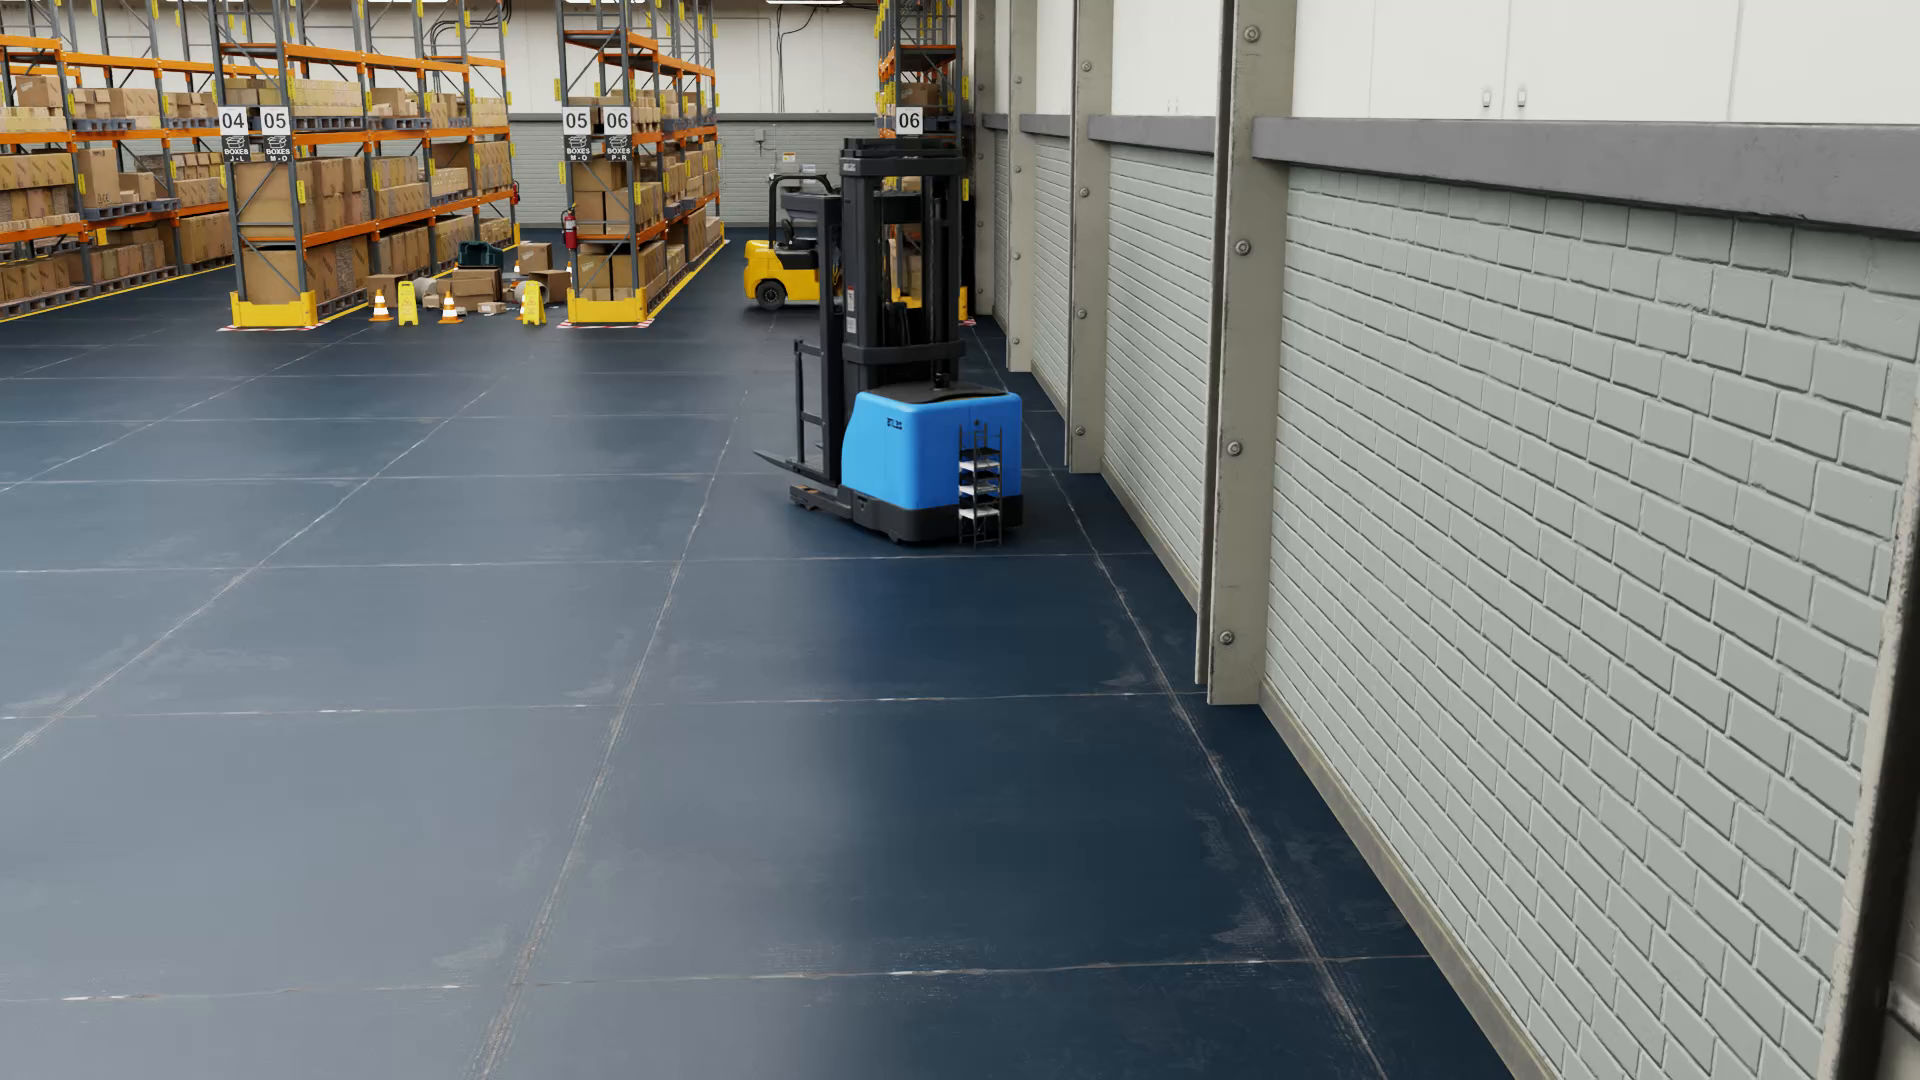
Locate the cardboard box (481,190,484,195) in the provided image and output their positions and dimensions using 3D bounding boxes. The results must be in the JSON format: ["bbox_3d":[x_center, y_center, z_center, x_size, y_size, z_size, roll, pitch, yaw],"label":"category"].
[{"bbox_3d":[-10.968,-7.853,37.531,0.380,0.149,0.250,-2,15,-6],"label":"cardboard box"}]

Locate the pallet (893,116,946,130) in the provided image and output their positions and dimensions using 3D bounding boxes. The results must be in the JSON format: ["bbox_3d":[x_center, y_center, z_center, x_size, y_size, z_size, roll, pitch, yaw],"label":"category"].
[{"bbox_3d":[-0.572,-6.788,27.045,1.003,0.211,1.213,-1,14,-3],"label":"pallet"}]

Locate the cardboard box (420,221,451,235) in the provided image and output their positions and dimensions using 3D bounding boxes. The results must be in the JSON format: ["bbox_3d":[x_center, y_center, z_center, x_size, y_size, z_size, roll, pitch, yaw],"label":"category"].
[{"bbox_3d":[-10.692,-6.365,33.914,0.500,0.250,0.500,-1,14,-4],"label":"cardboard box"}]

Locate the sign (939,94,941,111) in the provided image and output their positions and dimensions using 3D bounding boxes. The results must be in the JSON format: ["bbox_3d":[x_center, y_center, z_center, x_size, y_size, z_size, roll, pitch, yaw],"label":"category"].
[{"bbox_3d":[-0.417,-8.635,32.851,0.100,0.325,0.005,-1,14,-3],"label":"sign"}]

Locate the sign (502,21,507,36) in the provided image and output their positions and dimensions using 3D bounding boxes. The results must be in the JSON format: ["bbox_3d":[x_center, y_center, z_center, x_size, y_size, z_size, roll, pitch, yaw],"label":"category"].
[{"bbox_3d":[-10.800,-12.135,39.440,0.100,0.325,0.005,-1,14,-3],"label":"sign"}]

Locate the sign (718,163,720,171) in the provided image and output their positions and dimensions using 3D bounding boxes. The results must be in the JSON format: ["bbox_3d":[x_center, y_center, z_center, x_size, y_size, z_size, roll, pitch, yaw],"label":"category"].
[{"bbox_3d":[-6.845,-10.346,46.176,0.327,0.218,0.001,-1,14,-3],"label":"sign"}]

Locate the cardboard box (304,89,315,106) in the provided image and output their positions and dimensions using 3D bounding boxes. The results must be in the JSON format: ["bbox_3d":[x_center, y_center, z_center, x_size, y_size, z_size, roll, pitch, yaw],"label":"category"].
[{"bbox_3d":[-10.170,-6.744,25.360,0.500,0.250,0.500,-1,14,-4],"label":"cardboard box"}]

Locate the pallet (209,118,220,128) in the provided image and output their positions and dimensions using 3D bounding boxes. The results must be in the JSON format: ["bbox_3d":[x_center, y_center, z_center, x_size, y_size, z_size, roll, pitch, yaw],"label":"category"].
[{"bbox_3d":[-15.958,-8.784,35.010,0.805,0.209,1.217,-1,15,-6],"label":"pallet"}]

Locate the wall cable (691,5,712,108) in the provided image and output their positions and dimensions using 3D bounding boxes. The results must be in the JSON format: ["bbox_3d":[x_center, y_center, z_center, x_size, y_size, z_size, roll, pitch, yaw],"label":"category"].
[{"bbox_3d":[-7.054,-13.115,45.438,0.463,3.000,0.029,-1,14,-3],"label":"wall cable"}]

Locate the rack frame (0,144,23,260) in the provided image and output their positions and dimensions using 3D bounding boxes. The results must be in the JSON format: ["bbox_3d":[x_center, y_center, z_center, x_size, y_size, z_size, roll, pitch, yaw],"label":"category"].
[{"bbox_3d":[-21.007,-7.575,35.946,1.000,3.000,0.127,-1,14,-3],"label":"rack frame"}]

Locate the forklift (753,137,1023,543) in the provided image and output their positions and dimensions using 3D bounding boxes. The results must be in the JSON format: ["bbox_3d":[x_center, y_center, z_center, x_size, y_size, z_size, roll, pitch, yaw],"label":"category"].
[{"bbox_3d":[-0.734,-1.716,13.313,1.130,2.935,3.031,-9,17,-31],"label":"forklift"}]

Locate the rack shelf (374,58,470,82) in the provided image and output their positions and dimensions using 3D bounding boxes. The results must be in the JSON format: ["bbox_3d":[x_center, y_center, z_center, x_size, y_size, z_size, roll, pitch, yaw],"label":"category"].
[{"bbox_3d":[-10.983,-9.568,33.902,1.077,0.370,4.000,-1,14,-3],"label":"rack shelf"}]

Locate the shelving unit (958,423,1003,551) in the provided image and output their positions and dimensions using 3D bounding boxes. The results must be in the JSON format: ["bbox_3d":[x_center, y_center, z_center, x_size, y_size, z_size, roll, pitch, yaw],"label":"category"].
[{"bbox_3d":[0.150,-0.392,12.244,0.258,0.900,0.210,-9,17,-31],"label":"shelving unit"}]

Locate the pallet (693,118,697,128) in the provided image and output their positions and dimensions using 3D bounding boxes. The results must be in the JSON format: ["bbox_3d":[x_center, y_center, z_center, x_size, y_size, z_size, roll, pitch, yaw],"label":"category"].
[{"bbox_3d":[-6.067,-8.937,35.605,0.805,0.209,1.217,-1,15,-6],"label":"pallet"}]

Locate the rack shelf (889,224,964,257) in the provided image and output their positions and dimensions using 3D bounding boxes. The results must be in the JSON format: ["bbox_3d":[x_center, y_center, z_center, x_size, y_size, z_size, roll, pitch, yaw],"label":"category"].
[{"bbox_3d":[-0.599,-5.046,27.563,1.077,0.370,4.000,-1,14,-3],"label":"rack shelf"}]

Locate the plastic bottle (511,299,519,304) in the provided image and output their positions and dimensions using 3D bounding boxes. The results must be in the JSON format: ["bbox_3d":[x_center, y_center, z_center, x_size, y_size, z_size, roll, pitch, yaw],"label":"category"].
[{"bbox_3d":[-7.469,-4.042,28.112,0.133,0.061,0.283,2,15,6],"label":"plastic bottle"}]

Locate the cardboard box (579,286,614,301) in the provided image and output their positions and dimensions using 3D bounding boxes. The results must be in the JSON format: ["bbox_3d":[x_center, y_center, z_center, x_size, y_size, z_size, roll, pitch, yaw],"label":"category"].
[{"bbox_3d":[-5.749,-3.894,26.318,0.500,0.250,0.500,-1,14,-4],"label":"cardboard box"}]

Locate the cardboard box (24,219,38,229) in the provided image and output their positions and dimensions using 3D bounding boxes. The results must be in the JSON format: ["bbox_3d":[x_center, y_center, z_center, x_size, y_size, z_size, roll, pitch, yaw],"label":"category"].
[{"bbox_3d":[-15.183,-5.118,26.901,0.380,0.149,0.250,-1,14,-3],"label":"cardboard box"}]

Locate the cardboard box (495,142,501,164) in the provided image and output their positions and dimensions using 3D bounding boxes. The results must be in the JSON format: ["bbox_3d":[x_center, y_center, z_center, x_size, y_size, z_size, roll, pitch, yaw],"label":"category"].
[{"bbox_3d":[-11.006,-9.009,38.717,0.500,0.500,0.500,0,14,-1],"label":"cardboard box"}]

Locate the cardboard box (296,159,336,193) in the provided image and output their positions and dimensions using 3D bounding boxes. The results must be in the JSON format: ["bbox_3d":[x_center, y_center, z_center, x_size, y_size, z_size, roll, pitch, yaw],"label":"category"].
[{"bbox_3d":[-10.536,-5.813,26.632,0.875,0.550,0.500,-1,14,-3],"label":"cardboard box"}]

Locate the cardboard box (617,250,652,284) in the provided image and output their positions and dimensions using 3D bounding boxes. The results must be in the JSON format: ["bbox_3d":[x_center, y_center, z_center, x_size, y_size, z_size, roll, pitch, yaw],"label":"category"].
[{"bbox_3d":[-5.242,-4.395,26.760,0.500,0.500,0.500,-1,14,-6],"label":"cardboard box"}]

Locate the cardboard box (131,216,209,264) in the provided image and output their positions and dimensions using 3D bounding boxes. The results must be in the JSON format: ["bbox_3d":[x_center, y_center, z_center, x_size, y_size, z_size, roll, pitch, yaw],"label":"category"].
[{"bbox_3d":[-15.838,-6.003,33.258,1.225,0.875,0.875,-2,15,-6],"label":"cardboard box"}]

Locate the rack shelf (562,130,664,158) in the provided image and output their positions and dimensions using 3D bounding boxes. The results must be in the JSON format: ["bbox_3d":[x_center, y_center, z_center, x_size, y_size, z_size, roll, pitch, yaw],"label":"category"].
[{"bbox_3d":[-5.553,-6.421,26.888,1.077,0.370,4.000,-1,14,-3],"label":"rack shelf"}]

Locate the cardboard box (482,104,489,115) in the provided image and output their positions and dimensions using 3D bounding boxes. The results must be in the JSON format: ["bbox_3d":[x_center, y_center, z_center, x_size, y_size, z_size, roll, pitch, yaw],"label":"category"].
[{"bbox_3d":[-10.941,-9.697,37.475,0.500,0.250,0.500,-1,14,-2],"label":"cardboard box"}]

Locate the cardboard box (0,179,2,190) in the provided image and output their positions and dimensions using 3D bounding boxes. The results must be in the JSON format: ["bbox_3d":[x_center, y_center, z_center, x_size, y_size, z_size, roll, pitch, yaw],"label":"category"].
[{"bbox_3d":[-15.106,-5.609,25.502,0.500,0.500,0.500,-1,14,-3],"label":"cardboard box"}]

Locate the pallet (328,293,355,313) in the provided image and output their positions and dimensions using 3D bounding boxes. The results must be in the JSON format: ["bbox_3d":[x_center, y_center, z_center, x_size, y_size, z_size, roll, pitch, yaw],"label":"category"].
[{"bbox_3d":[-10.564,-3.868,27.136,1.003,0.211,1.213,-1,14,-3],"label":"pallet"}]

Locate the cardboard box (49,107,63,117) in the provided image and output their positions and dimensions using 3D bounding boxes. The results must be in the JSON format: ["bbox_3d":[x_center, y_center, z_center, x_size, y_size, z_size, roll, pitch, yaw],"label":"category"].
[{"bbox_3d":[-15.260,-7.158,27.809,0.380,0.149,0.250,0,14,-2],"label":"cardboard box"}]

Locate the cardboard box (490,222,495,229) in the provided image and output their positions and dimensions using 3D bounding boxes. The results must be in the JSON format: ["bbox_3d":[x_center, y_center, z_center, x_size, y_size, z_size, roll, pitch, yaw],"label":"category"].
[{"bbox_3d":[-10.993,-7.291,38.530,0.380,0.149,0.250,-1,14,-3],"label":"cardboard box"}]

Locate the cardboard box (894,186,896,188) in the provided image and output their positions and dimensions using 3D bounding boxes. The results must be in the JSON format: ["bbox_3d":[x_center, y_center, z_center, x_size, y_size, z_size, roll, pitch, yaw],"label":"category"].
[{"bbox_3d":[-0.866,-5.741,26.722,0.380,0.149,0.250,-1,14,-2],"label":"cardboard box"}]

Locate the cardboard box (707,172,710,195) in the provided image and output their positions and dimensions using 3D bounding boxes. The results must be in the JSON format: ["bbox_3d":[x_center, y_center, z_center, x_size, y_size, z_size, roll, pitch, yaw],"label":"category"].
[{"bbox_3d":[-5.968,-8.099,37.782,0.500,0.500,0.500,-1,14,-3],"label":"cardboard box"}]

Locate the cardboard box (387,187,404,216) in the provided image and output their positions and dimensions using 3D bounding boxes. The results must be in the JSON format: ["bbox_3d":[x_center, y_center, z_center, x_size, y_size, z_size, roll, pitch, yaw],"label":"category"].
[{"bbox_3d":[-10.436,-6.146,30.194,0.500,0.500,0.500,-1,14,-4],"label":"cardboard box"}]

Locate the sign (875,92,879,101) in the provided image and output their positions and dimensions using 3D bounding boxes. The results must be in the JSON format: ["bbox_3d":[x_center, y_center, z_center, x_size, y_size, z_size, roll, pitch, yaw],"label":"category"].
[{"bbox_3d":[-2.008,-10.744,40.491,0.100,0.325,0.005,-1,14,-3],"label":"sign"}]

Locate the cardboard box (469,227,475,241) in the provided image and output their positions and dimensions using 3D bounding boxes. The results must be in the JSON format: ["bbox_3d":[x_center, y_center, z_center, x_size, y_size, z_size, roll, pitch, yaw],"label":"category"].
[{"bbox_3d":[-10.810,-6.515,36.002,0.500,0.500,0.500,-1,14,-5],"label":"cardboard box"}]

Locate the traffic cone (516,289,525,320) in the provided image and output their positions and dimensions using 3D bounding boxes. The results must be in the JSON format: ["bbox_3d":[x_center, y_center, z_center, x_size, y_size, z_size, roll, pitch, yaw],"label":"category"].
[{"bbox_3d":[-6.743,-3.678,25.893,0.336,0.463,0.334,-1,14,-3],"label":"traffic cone"}]

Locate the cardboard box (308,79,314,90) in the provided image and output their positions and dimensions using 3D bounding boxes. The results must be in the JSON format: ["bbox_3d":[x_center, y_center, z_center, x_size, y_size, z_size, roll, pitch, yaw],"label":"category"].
[{"bbox_3d":[-10.112,-6.964,25.413,0.380,0.149,0.250,-1,14,-3],"label":"cardboard box"}]

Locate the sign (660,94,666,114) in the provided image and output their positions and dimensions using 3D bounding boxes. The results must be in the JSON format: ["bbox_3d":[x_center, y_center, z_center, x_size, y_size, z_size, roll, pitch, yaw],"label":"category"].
[{"bbox_3d":[-5.136,-7.528,28.707,0.100,0.325,0.005,-1,14,-3],"label":"sign"}]

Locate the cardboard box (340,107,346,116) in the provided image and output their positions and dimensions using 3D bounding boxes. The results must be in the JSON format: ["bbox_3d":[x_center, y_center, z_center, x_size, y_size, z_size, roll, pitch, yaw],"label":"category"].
[{"bbox_3d":[-10.207,-6.958,26.989,0.380,0.149,0.250,-1,14,-3],"label":"cardboard box"}]

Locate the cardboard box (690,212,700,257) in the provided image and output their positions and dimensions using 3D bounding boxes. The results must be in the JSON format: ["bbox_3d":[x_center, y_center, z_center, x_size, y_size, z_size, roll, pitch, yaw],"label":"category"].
[{"bbox_3d":[-5.936,-6.379,34.719,0.875,0.875,0.875,-1,14,-3],"label":"cardboard box"}]

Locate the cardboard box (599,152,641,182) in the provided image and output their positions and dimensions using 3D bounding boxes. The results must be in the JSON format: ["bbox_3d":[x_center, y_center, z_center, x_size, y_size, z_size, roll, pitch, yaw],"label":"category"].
[{"bbox_3d":[-5.866,-6.378,28.493,0.700,0.500,0.500,-1,14,-4],"label":"cardboard box"}]

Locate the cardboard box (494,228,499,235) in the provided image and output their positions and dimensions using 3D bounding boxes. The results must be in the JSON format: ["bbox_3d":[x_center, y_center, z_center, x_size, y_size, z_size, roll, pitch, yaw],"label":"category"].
[{"bbox_3d":[-10.916,-7.147,38.567,0.380,0.149,0.250,-1,14,-3],"label":"cardboard box"}]

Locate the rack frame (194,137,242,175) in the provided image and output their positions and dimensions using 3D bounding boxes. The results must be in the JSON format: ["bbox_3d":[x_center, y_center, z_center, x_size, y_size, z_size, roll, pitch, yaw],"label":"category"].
[{"bbox_3d":[-16.064,-7.651,36.244,1.000,3.000,0.127,-1,14,-3],"label":"rack frame"}]

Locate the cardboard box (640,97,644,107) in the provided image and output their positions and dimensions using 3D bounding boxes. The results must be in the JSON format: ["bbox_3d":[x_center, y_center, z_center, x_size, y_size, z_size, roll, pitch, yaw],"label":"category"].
[{"bbox_3d":[-5.220,-6.944,26.379,0.380,0.149,0.250,0,14,-2],"label":"cardboard box"}]

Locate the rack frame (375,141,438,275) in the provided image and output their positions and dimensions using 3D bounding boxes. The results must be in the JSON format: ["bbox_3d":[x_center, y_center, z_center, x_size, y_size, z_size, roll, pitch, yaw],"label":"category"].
[{"bbox_3d":[-10.859,-6.708,32.577,1.000,3.000,0.127,-1,14,-3],"label":"rack frame"}]

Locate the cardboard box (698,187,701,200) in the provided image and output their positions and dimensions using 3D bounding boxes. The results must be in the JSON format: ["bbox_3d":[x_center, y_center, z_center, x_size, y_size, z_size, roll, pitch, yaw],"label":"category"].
[{"bbox_3d":[-5.863,-7.497,35.946,0.500,0.250,0.500,-1,14,-4],"label":"cardboard box"}]

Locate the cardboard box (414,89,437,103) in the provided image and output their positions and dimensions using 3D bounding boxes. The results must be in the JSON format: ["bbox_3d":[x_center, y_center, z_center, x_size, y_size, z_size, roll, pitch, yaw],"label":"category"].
[{"bbox_3d":[-10.696,-8.876,33.246,0.396,0.266,0.258,-1,14,-3],"label":"cardboard box"}]

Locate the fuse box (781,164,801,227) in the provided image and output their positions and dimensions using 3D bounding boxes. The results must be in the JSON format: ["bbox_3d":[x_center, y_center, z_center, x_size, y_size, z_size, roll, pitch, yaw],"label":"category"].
[{"bbox_3d":[-4.688,-9.573,46.299,0.539,1.711,0.414,-1,14,-3],"label":"fuse box"}]

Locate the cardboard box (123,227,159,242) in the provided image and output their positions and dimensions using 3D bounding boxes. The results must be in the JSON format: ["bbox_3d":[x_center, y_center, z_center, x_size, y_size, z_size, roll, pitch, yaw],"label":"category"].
[{"bbox_3d":[-15.744,-5.856,31.895,0.500,0.250,0.500,0,14,-1],"label":"cardboard box"}]
